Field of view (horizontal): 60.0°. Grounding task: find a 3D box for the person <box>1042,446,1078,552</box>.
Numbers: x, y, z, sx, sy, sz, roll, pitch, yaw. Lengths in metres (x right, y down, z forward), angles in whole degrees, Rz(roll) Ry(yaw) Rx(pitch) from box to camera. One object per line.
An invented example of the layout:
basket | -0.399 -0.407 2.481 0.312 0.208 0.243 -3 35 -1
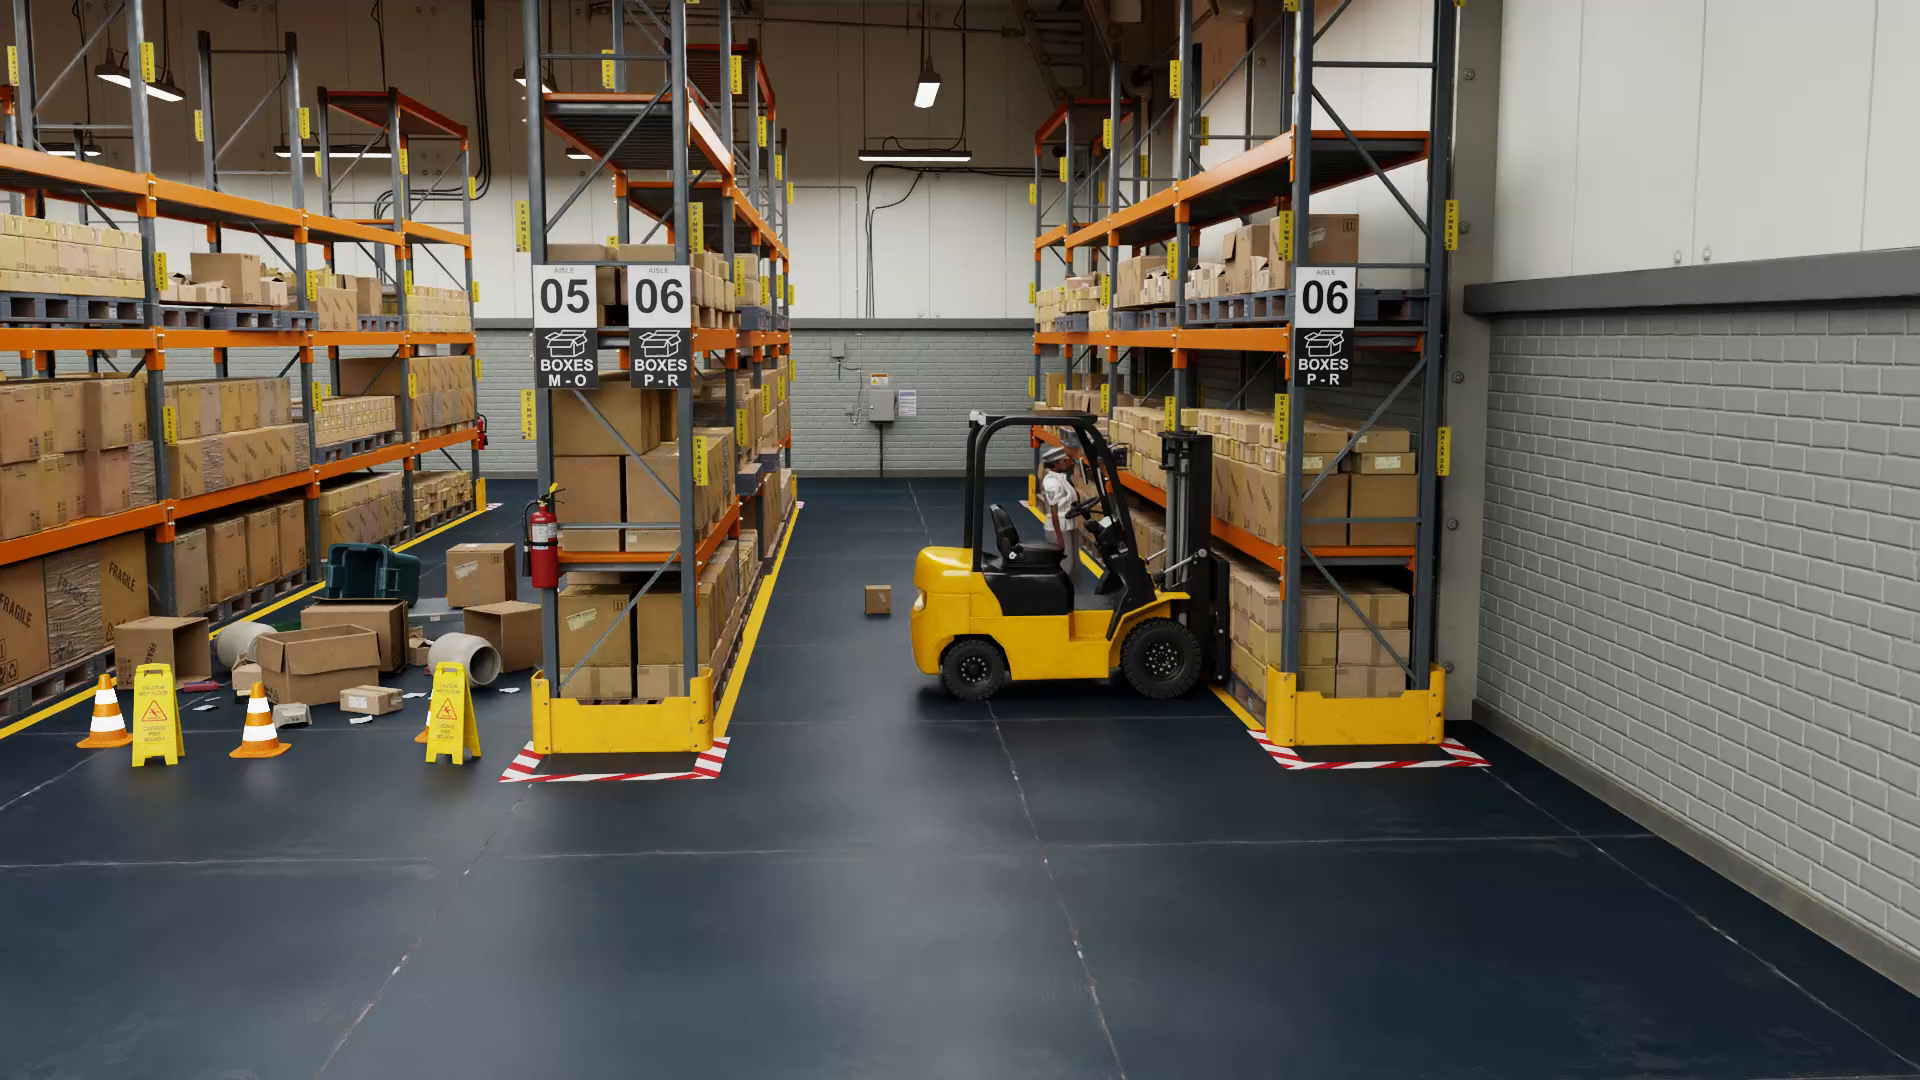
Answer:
person | 0.948 -0.393 16.083 0.335 1.039 0.484 2 7 19
